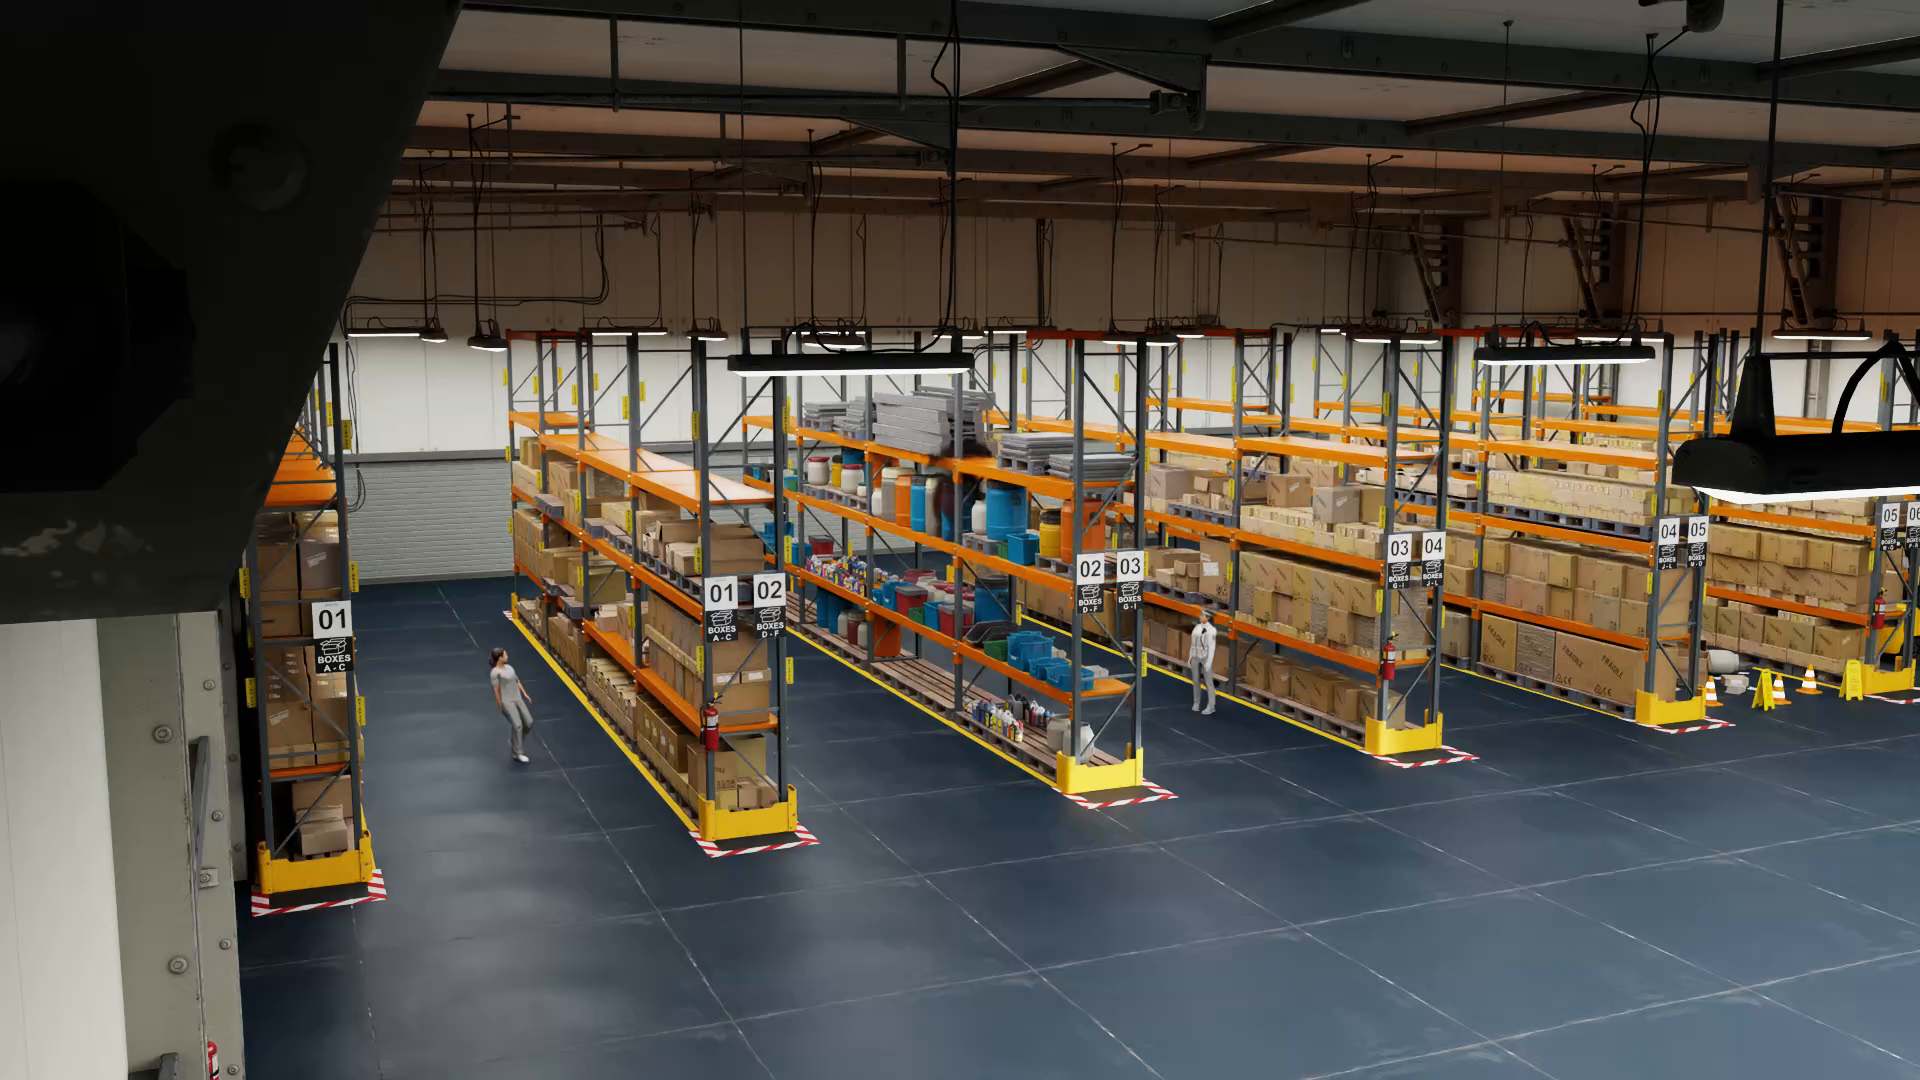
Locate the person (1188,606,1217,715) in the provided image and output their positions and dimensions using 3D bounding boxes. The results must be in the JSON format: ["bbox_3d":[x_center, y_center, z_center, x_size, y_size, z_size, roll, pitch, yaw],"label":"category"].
[{"bbox_3d":[3.865,1.898,26.550,0.517,1.692,0.480,6,10,39],"label":"person"}]

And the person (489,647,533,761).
[{"bbox_3d":[-6.398,2.334,23.785,0.665,1.614,0.505,5,9,33],"label":"person"}]
